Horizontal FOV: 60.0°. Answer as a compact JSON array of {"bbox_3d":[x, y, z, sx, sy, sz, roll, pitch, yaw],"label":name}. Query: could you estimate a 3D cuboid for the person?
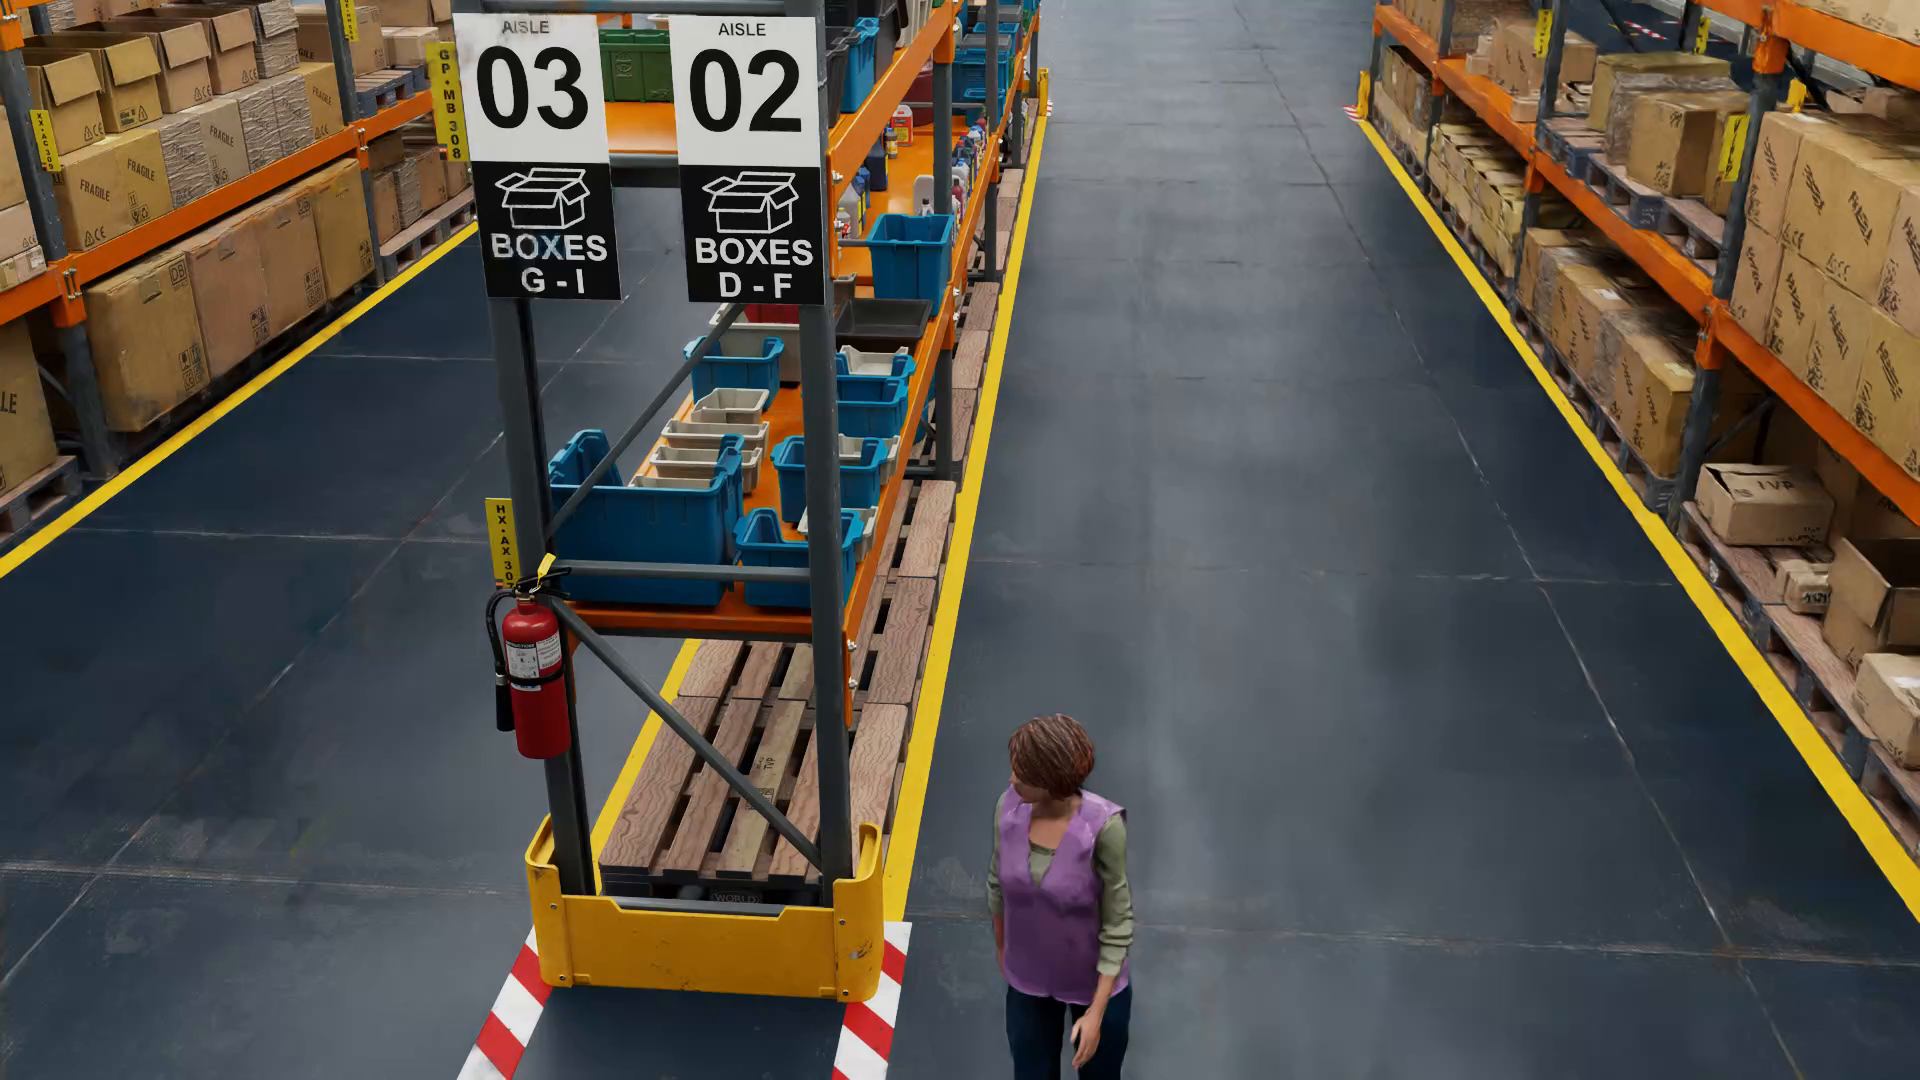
[{"bbox_3d":[0.244,1.266,4.508,0.446,1.491,0.550,9,26,19],"label":"person"}]
